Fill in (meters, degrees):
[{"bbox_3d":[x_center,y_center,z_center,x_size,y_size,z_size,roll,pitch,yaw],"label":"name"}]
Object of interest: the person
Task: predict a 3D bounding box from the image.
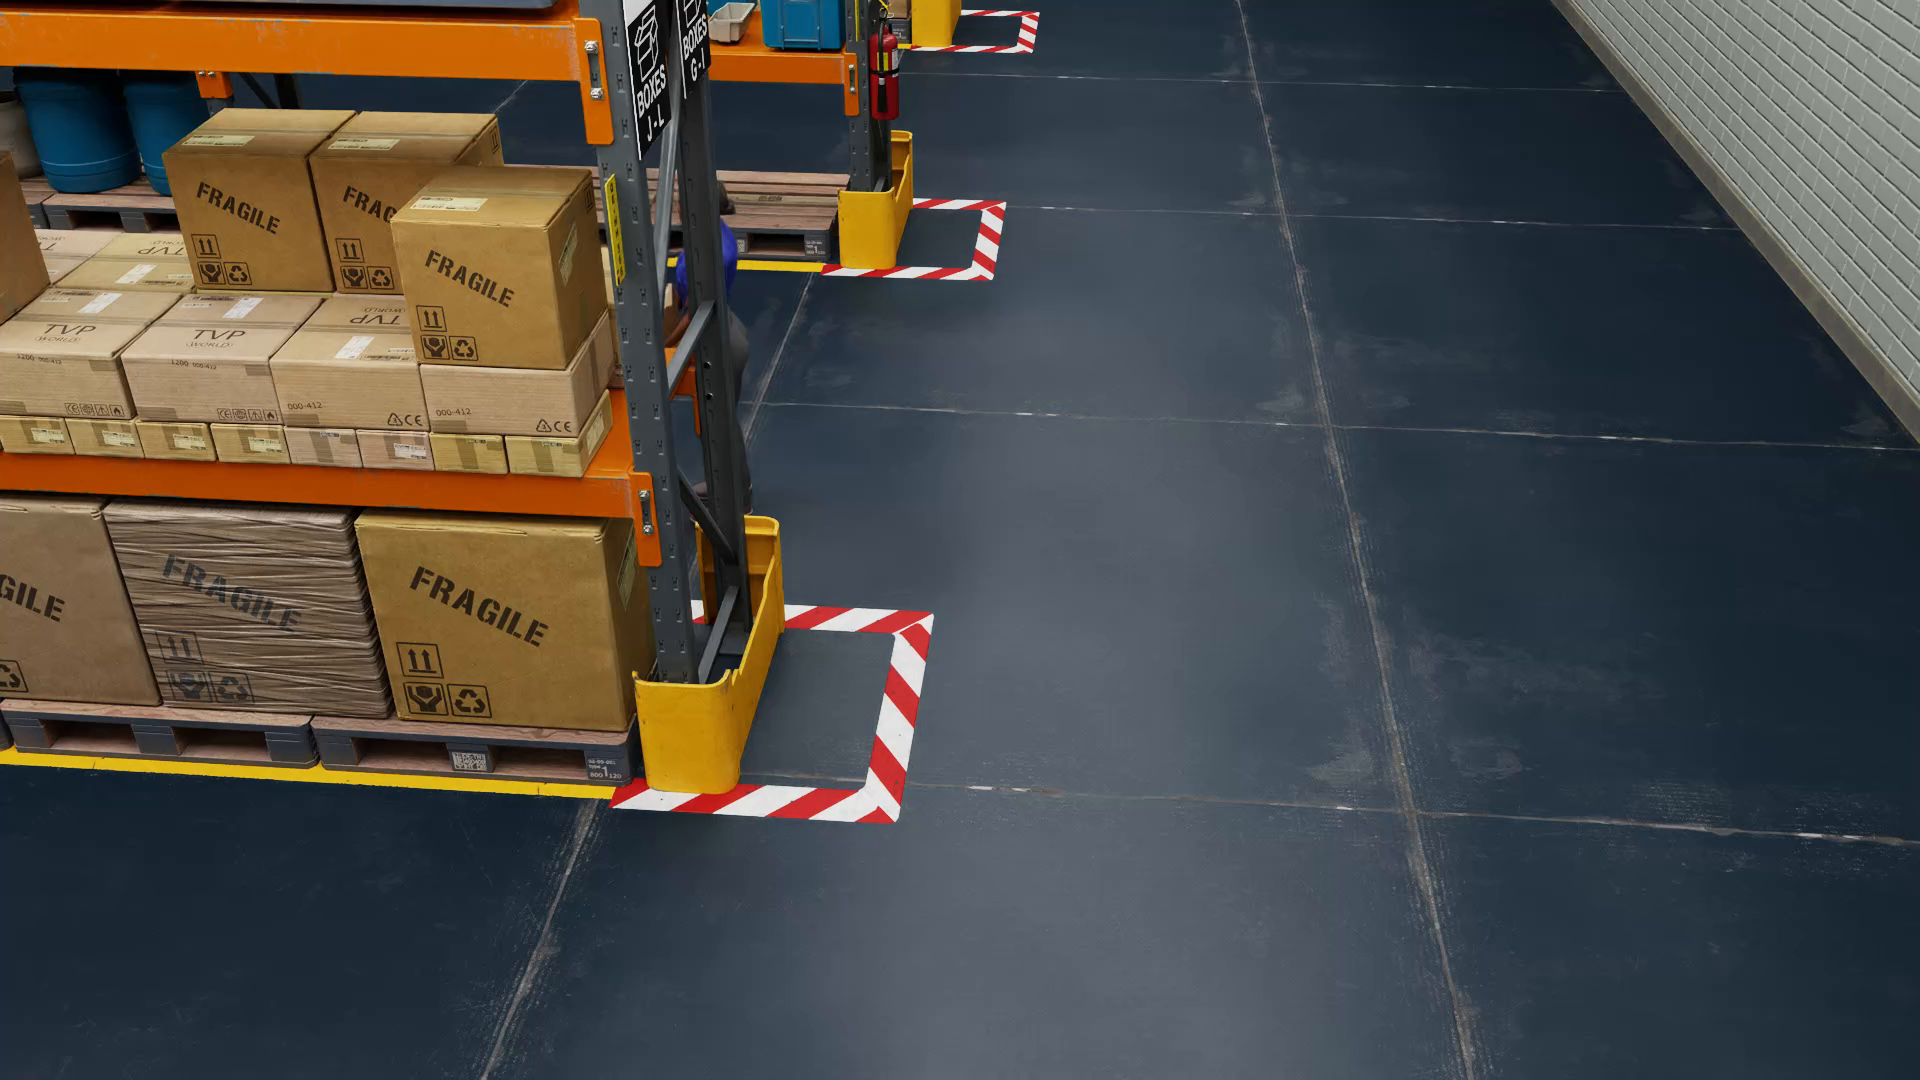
[{"bbox_3d":[-1.203,-0.849,7.502,0.505,1.656,0.436,-5,33,-8],"label":"person"}]
